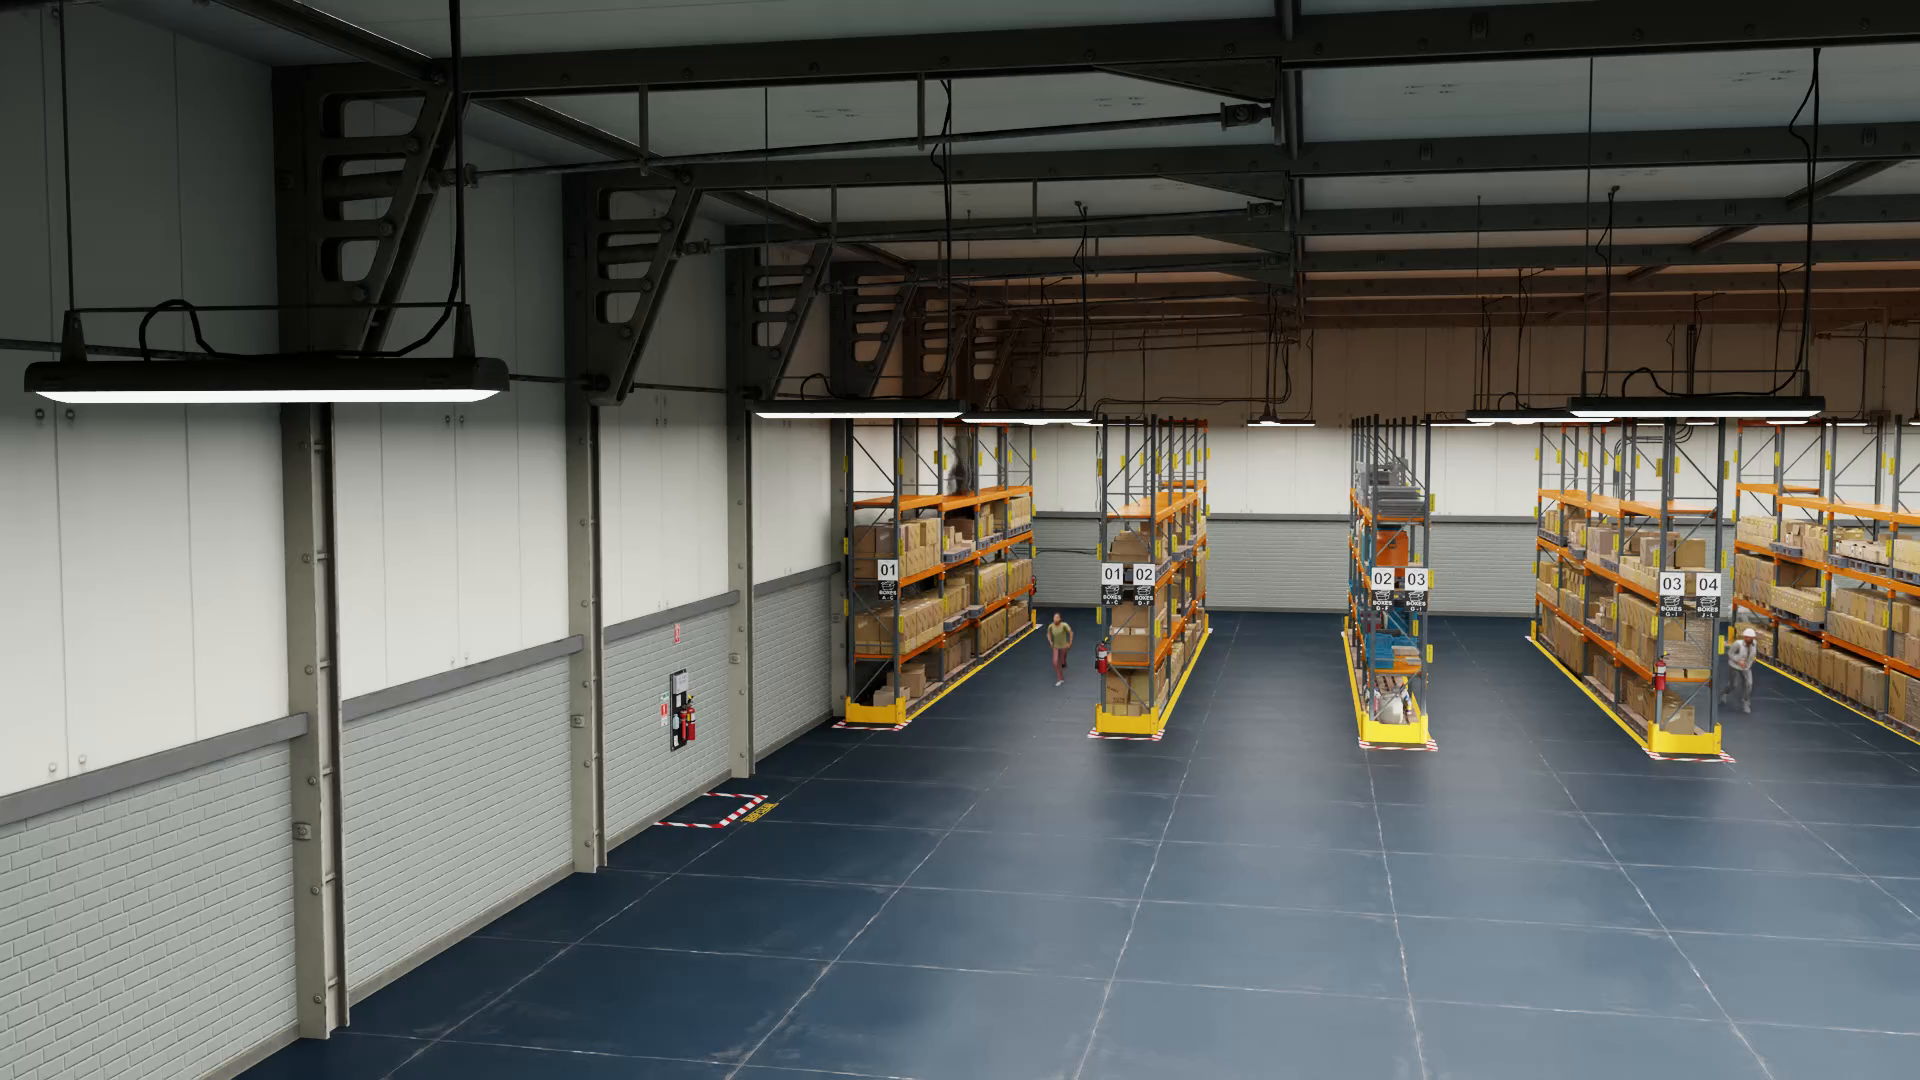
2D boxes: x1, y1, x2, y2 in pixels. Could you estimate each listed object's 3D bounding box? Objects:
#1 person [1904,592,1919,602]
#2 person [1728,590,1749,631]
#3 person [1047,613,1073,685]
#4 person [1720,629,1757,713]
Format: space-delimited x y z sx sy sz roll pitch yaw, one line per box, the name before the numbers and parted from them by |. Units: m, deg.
person | 25.734 1.857 44.973 0.637 1.706 0.709 0 4 -5
person | 21.611 1.791 46.042 0.828 1.849 0.666 -1 4 -18
person | 2.253 2.439 37.528 0.599 1.636 0.760 1 4 14
person | 15.918 2.631 34.001 0.697 1.731 1.046 -1 4 -10
